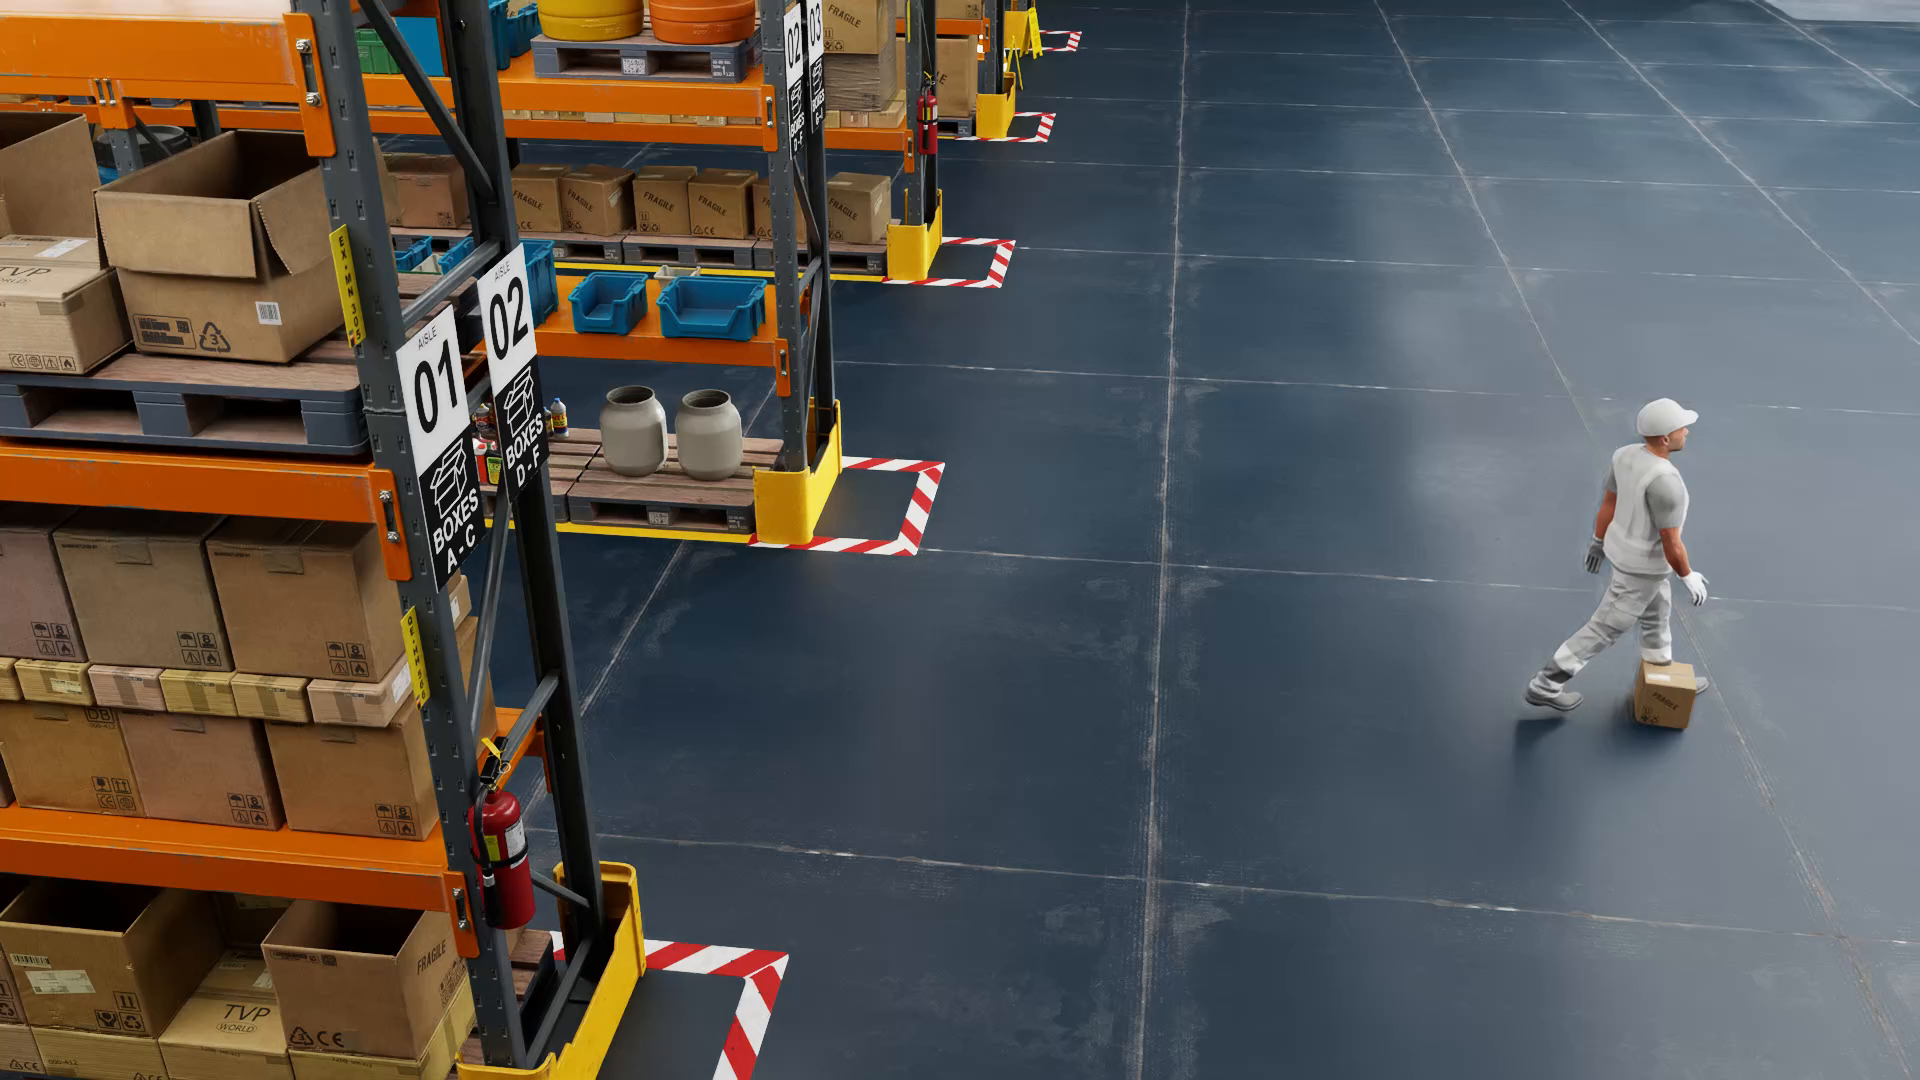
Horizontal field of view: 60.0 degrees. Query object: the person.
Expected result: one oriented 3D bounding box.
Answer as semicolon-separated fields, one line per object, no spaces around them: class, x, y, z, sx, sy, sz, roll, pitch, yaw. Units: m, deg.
person;3.485;0.108;8.398;1.013;1.750;0.553;1;28;2
